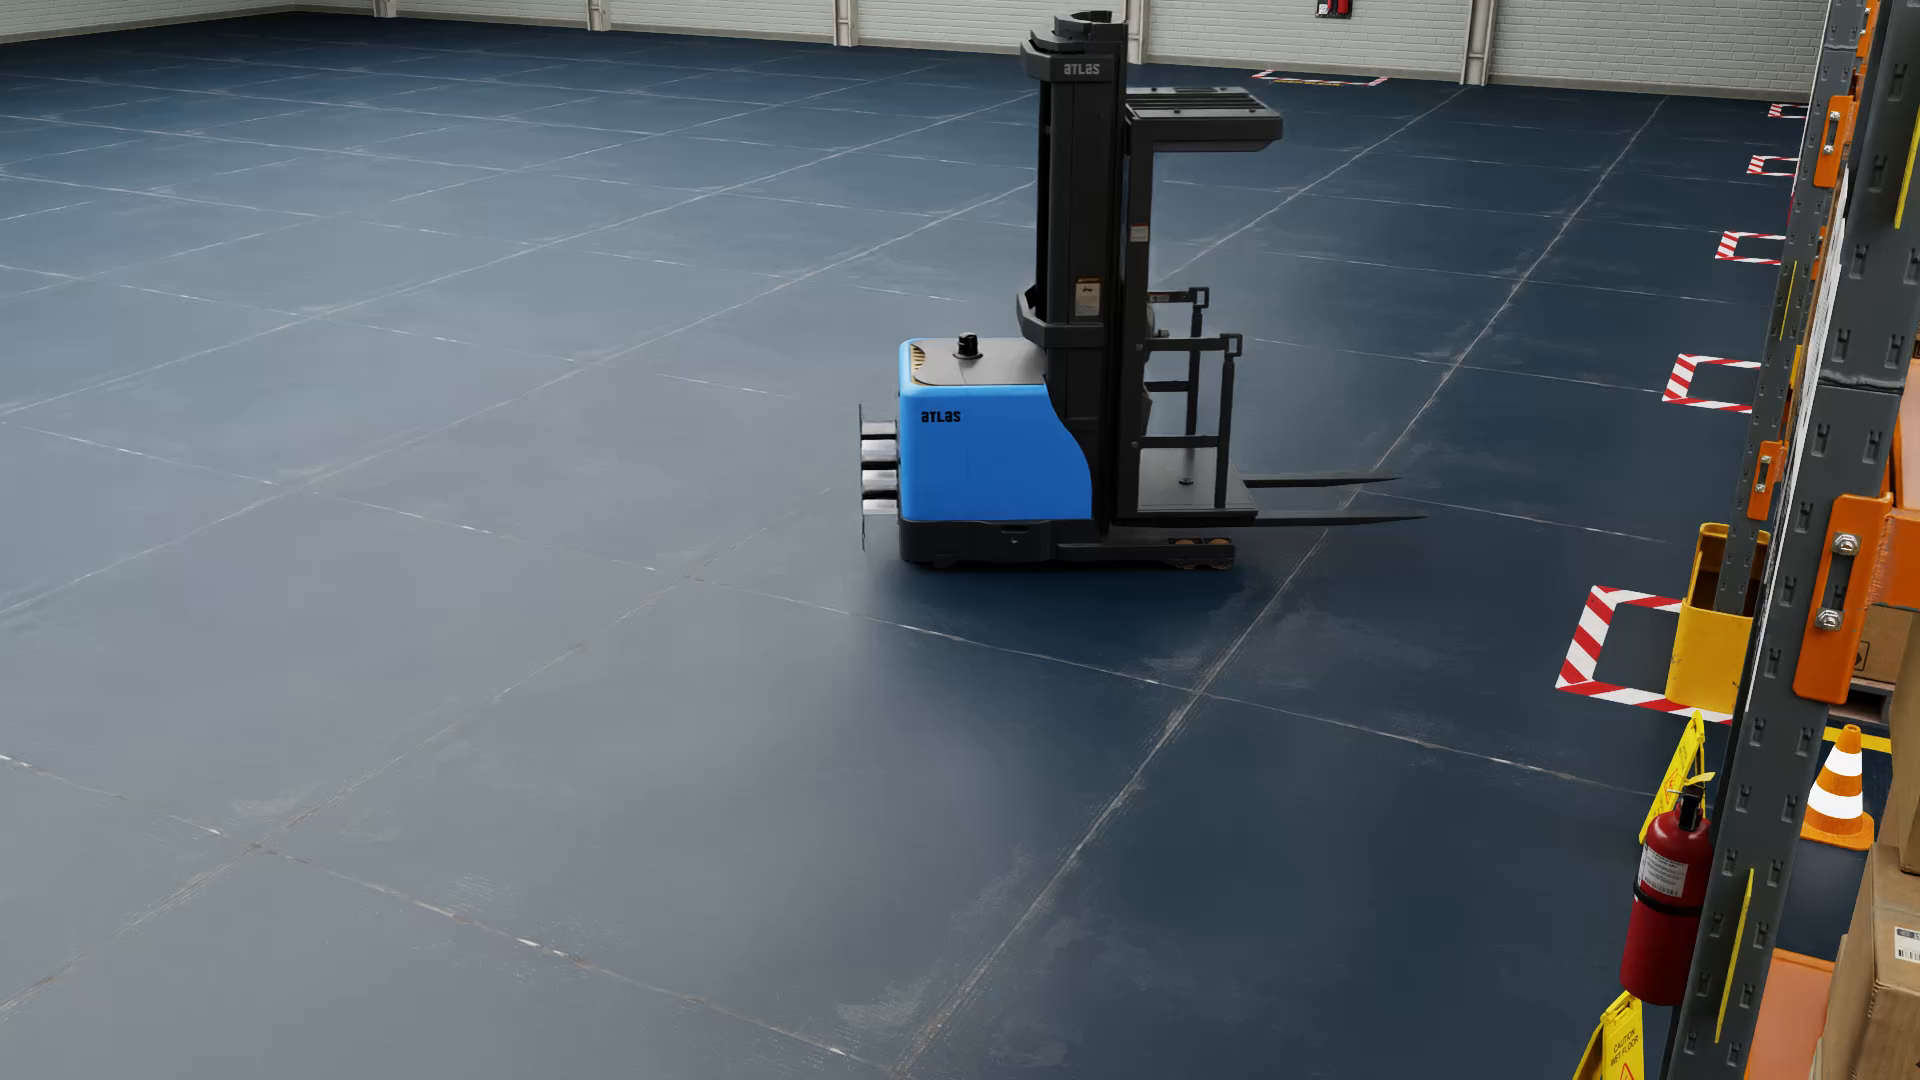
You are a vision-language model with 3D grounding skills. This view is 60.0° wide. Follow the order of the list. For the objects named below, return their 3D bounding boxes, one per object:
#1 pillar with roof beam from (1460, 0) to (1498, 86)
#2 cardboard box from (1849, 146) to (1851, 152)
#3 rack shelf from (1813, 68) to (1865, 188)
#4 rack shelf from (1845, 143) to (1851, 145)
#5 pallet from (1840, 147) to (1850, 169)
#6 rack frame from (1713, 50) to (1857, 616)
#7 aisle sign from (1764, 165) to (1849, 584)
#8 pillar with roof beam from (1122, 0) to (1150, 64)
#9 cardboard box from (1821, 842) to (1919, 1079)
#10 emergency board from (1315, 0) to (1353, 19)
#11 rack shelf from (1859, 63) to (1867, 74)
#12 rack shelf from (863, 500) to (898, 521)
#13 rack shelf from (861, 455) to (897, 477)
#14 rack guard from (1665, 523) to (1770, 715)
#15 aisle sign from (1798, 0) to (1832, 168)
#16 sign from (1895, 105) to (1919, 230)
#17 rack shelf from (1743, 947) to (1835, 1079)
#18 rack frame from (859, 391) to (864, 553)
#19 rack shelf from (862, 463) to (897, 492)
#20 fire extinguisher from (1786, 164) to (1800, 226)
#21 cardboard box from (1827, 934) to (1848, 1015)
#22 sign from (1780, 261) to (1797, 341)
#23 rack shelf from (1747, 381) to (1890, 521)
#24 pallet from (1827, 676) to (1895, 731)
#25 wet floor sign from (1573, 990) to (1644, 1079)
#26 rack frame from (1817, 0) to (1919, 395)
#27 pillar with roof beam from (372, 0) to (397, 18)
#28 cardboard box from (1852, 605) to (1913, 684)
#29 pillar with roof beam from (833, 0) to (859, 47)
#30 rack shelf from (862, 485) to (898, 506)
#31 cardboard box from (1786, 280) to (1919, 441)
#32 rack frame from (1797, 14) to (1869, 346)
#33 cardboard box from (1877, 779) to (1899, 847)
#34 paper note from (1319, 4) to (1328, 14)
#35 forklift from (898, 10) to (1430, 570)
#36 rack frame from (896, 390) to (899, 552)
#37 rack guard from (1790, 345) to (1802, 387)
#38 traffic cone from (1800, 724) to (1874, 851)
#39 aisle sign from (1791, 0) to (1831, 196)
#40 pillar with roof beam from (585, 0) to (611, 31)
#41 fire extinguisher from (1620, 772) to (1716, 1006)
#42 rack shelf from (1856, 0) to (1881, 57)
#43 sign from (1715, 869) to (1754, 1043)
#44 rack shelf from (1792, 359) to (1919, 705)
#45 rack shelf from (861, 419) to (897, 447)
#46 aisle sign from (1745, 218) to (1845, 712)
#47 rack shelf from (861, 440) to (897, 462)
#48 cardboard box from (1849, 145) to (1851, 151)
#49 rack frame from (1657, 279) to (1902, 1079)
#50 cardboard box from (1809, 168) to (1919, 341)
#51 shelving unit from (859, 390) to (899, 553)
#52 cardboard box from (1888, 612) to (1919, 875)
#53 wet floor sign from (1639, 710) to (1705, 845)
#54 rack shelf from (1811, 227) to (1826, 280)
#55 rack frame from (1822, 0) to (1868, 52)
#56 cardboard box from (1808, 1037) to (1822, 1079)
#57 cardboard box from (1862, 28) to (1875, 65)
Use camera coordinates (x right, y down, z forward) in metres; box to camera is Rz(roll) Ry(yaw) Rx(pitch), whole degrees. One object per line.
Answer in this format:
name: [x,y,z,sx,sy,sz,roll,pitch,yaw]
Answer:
pillar with roof beam: [6.549,-10.179,22.188,0.400,9.000,9.100,11,25,25]
cardboard box: [10.978,-4.709,19.967,0.500,0.250,0.500,11,25,25]
rack shelf: [5.583,-1.476,6.475,4.000,0.370,1.077,11,25,25]
rack shelf: [10.146,-3.540,15.161,4.000,0.370,1.077,11,25,25]
pallet: [11.301,-4.550,20.179,1.213,0.211,1.003,11,25,25]
rack frame: [3.798,-0.780,7.751,0.127,3.000,1.000,11,25,25]
aisle sign: [1.731,-0.342,3.399,0.004,0.787,0.394,11,25,25]
pillar with roof beam: [1.195,-11.239,24.679,0.400,9.000,9.100,11,25,25]
cardboard box: [1.953,0.964,3.142,0.500,0.500,0.500,11,25,24]
emergency board: [6.304,-9.372,27.955,0.643,1.169,0.194,11,25,25]
rack shelf: [12.384,-5.269,19.227,4.000,0.370,1.077,11,25,25]
rack shelf: [-0.460,-0.192,9.597,0.200,0.077,0.258,-1,23,-2]
rack shelf: [-0.460,-0.441,9.492,0.200,0.077,0.258,-1,23,-2]
rack guard: [3.777,0.366,8.250,0.348,0.500,1.175,11,25,25]
aisle sign: [3.870,-2.094,7.518,0.004,0.787,0.394,11,25,25]
sign: [1.410,-0.626,2.440,0.005,0.325,0.100,11,25,25]
rack shelf: [3.440,1.651,2.954,4.000,0.370,1.077,11,25,25]
rack frame: [-0.562,-0.387,9.510,0.006,0.900,0.240,-1,23,-2]
rack shelf: [-0.460,-0.358,9.527,0.200,0.077,0.258,-1,23,-2]
fire extinguisher: [6.232,-2.640,12.224,0.183,0.674,0.296,11,25,25]
cardboard box: [2.085,1.074,3.714,0.250,0.149,0.380,12,26,26]
sign: [3.543,-1.022,7.113,0.005,0.325,0.100,11,25,25]
rack shelf: [5.583,-0.096,7.062,4.000,0.370,1.077,11,25,25]
pallet: [4.547,0.617,8.029,1.213,0.211,1.003,11,25,25]
wet floor sign: [1.968,1.643,5.062,0.267,0.644,0.232,-20,30,-39]
rack frame: [1.655,-1.794,2.470,0.127,3.000,1.000,11,25,25]
pillar with roof beam: [-14.869,-14.417,32.153,0.400,9.000,9.100,11,25,25]
cardboard box: [4.433,0.101,7.858,0.875,0.875,0.875,11,26,25]
pillar with roof beam: [-4.160,-12.298,27.170,0.400,9.000,9.100,11,25,25]
rack shelf: [-0.460,-0.275,9.562,0.200,0.077,0.258,-1,23,-2]
cardboard box: [4.150,-0.799,7.605,0.550,0.550,0.875,11,25,25]
rack frame: [6.126,-2.494,11.783,0.127,3.000,1.000,11,25,25]
cardboard box: [2.264,0.783,3.567,0.500,0.500,0.500,11,25,24]
paper note: [6.177,-9.022,28.257,0.142,0.148,0.016,11,25,25]
forklift: [1.160,-1.388,9.269,3.031,2.935,1.130,-1,23,-2]
rack frame: [-0.358,-0.390,9.518,0.006,0.900,0.240,-1,23,-2]
rack guard: [6.194,-1.331,12.240,0.348,0.500,1.175,11,25,25]
traffic cone: [3.632,0.977,6.861,0.334,0.463,0.336,11,25,25]
aisle sign: [3.600,-1.884,7.026,0.004,0.787,0.394,11,25,25]
pillar with roof beam: [-9.514,-13.358,29.662,0.400,9.000,9.100,11,25,25]
fire extinguisher: [1.761,0.821,4.085,0.183,0.674,0.296,11,25,25]
rack shelf: [7.911,-3.191,10.506,4.000,0.370,1.077,11,25,25]
sign: [1.410,0.758,3.029,0.005,0.325,0.100,11,25,25]
rack shelf: [3.440,0.271,2.367,4.000,0.370,1.077,11,25,25]
rack shelf: [-0.460,-0.606,9.421,0.200,0.077,0.258,-1,23,-2]
aisle sign: [1.460,-0.132,2.906,0.004,0.787,0.394,11,25,25]
rack shelf: [-0.460,-0.524,9.456,0.200,0.077,0.258,-1,23,-2]
cardboard box: [11.211,-4.890,20.392,0.500,0.250,0.500,11,25,25]
rack frame: [1.655,0.967,3.644,0.127,3.000,1.000,11,25,25]
cardboard box: [4.112,-1.267,7.325,0.550,0.550,0.875,11,25,25]
shelving unit: [-0.460,-0.389,9.514,0.210,0.900,0.258,-1,23,-2]
cardboard box: [2.209,0.338,3.338,0.500,0.500,0.700,11,25,23]
wet floor sign: [2.879,0.990,6.598,0.232,0.644,0.267,7,24,15]
rack shelf: [7.911,-1.810,11.093,4.000,0.370,1.077,11,25,25]
rack frame: [3.798,-3.541,6.577,0.127,3.000,1.000,11,25,25]
cardboard box: [1.865,1.215,3.382,0.250,0.149,0.380,11,26,25]
cardboard box: [11.010,-5.913,19.693,0.500,0.500,0.700,11,25,25]
